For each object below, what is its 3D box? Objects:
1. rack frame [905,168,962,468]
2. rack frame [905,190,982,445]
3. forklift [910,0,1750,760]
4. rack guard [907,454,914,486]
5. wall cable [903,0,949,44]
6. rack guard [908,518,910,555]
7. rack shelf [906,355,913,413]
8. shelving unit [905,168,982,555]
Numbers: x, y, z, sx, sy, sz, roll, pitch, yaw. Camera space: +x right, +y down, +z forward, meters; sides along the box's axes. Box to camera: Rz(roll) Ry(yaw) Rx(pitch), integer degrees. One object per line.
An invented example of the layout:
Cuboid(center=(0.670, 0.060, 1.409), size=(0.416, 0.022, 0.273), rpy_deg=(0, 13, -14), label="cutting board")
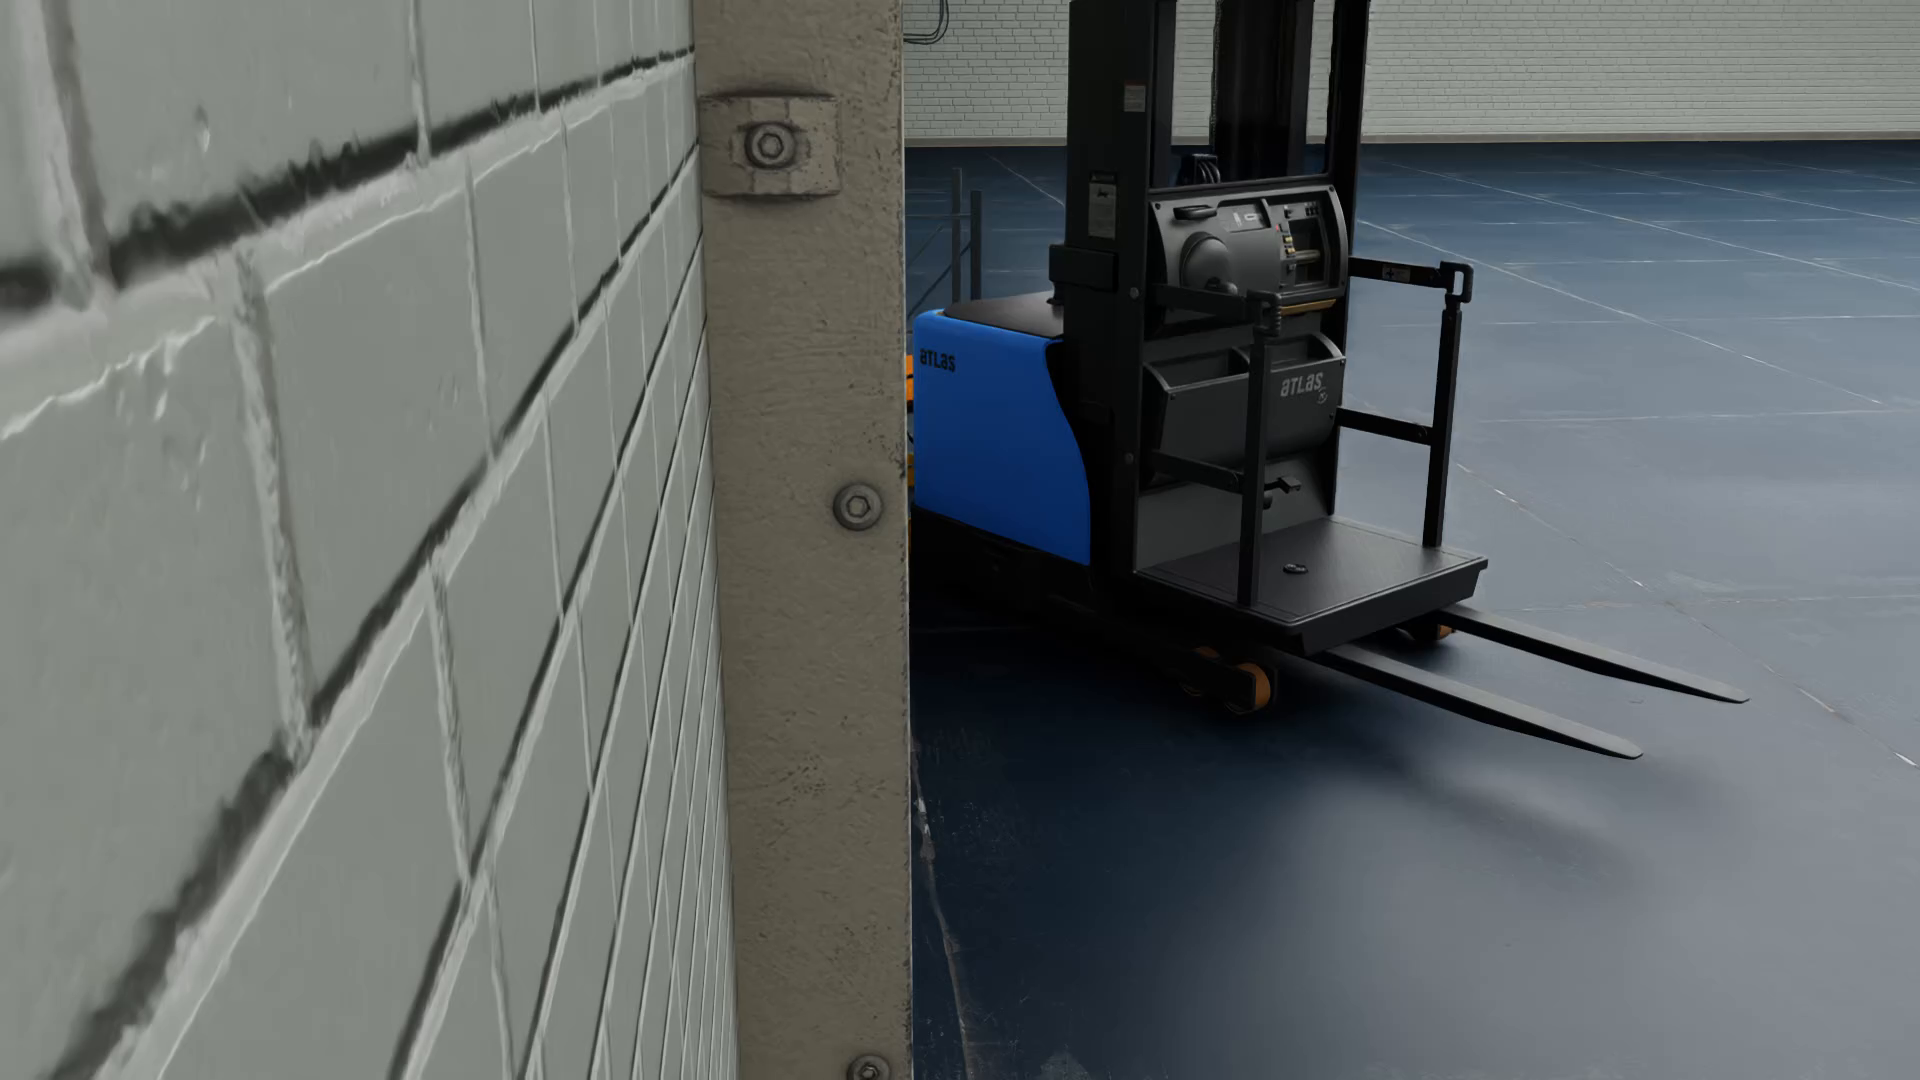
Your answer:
Cuboid(center=(-0.243, -0.969, 7.760), size=(0.500, 1.500, 0.032), rpy_deg=(-1, 17, -4), label="rack frame")
Cuboid(center=(-0.163, -0.665, 6.793), size=(0.500, 1.500, 0.032), rpy_deg=(-1, 17, -4), label="rack frame")
Cuboid(center=(1.128, -1.003, 5.478), size=(1.130, 2.935, 3.031), rpy_deg=(-14, 22, -38), label="forklift")
Cuboid(center=(-0.242, -0.367, 7.929), size=(0.587, 0.250, 0.087), rpy_deg=(-1, 17, -4), label="rack guard")
Cuboid(center=(-1.720, -9.638, 28.036), size=(3.097, 2.526, 0.112), rpy_deg=(-2, 18, -6), label="wall cable")
Cuboid(center=(-0.163, -0.070, 6.981), size=(0.587, 0.250, 0.087), rpy_deg=(-1, 17, -4), label="rack guard")
Cuboid(center=(-0.203, -0.646, 7.330), size=(0.538, 0.185, 1.000), rpy_deg=(-1, 17, -4), label="rack shelf")
Cuboid(center=(-0.202, -0.815, 7.268), size=(0.587, 1.500, 1.083), rpy_deg=(-1, 17, -4), label="shelving unit")
